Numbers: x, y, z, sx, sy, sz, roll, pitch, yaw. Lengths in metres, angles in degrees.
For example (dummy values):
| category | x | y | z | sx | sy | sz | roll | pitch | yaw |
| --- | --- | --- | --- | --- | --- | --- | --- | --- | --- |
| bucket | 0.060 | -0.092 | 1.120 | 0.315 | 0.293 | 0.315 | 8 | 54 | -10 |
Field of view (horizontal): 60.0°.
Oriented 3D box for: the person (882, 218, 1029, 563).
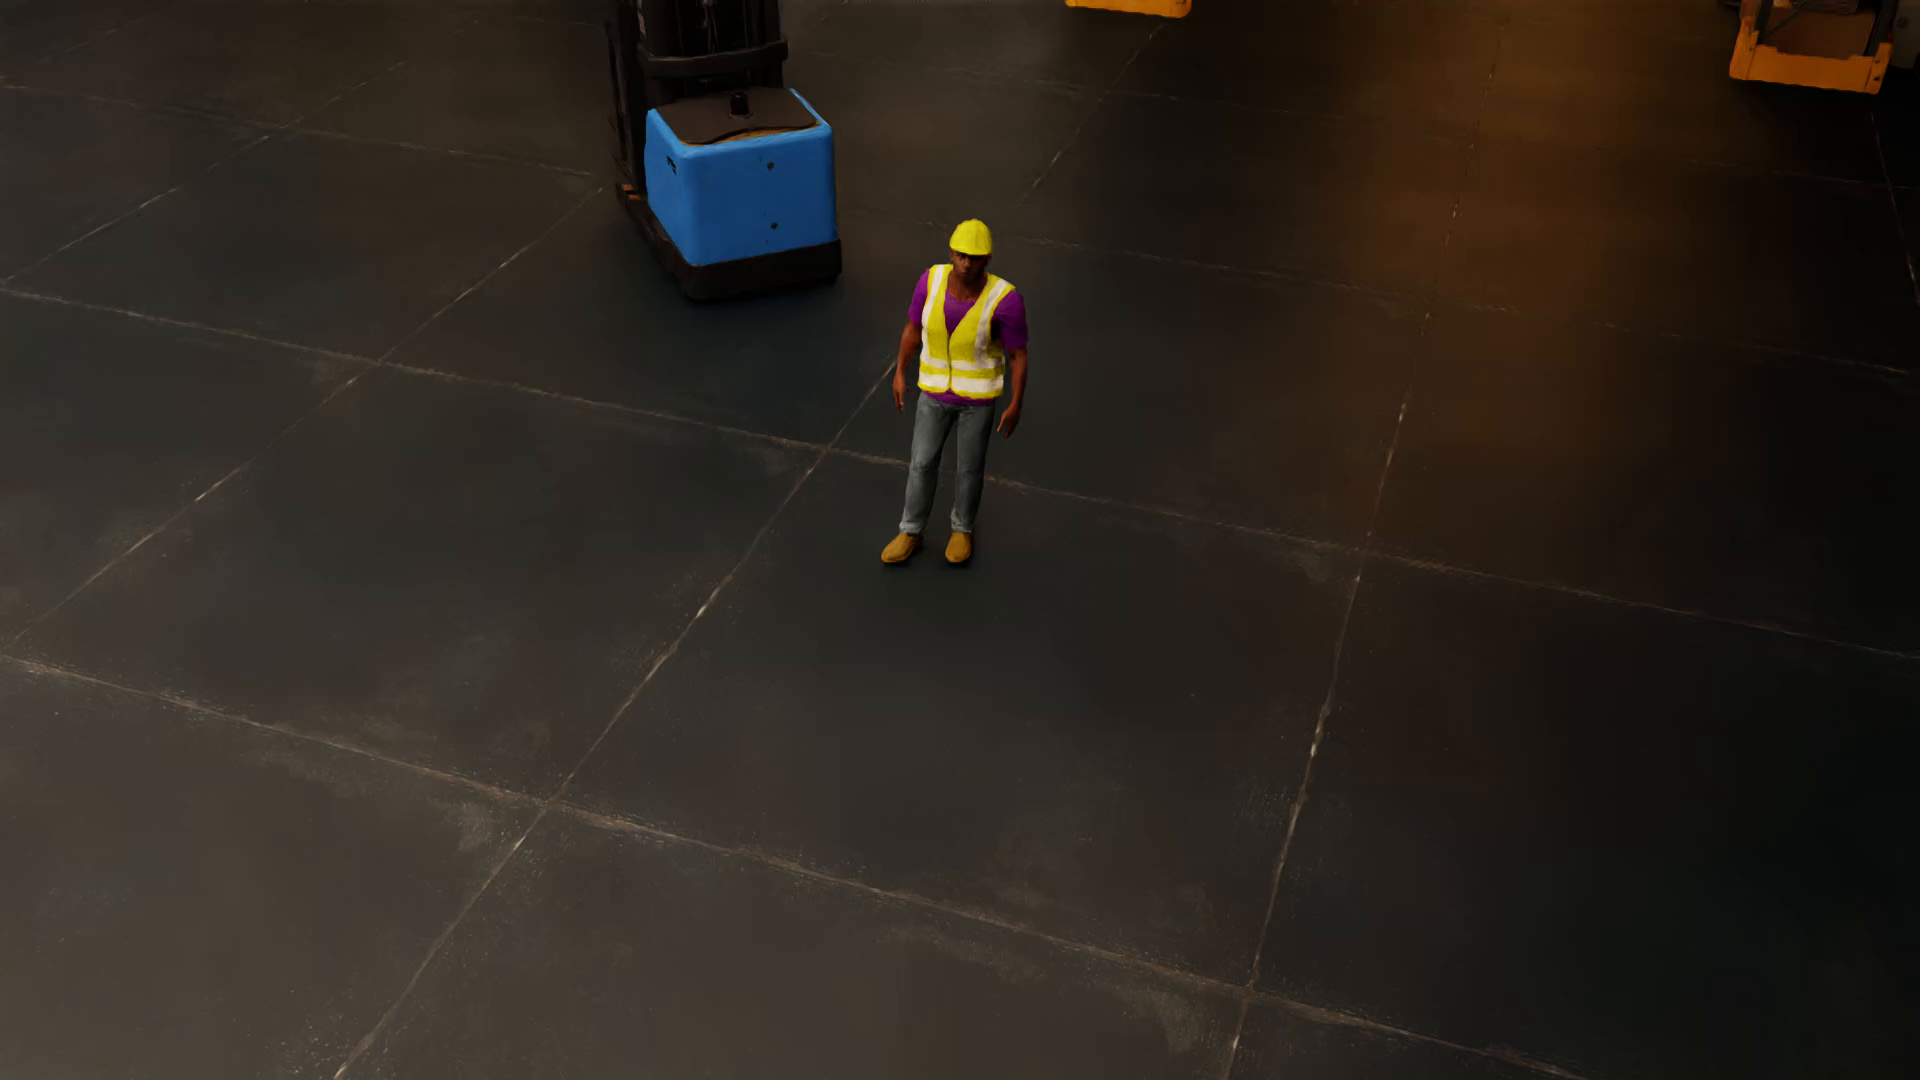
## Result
| category | x | y | z | sx | sy | sz | roll | pitch | yaw |
| --- | --- | --- | --- | --- | --- | --- | --- | --- | --- |
| person | -0.028 | -0.689 | 8.078 | 0.665 | 1.766 | 0.576 | 12 | 37 | 16 |

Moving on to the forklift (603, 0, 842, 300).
| category | x | y | z | sx | sy | sz | roll | pitch | yaw |
| --- | --- | --- | --- | --- | --- | --- | --- | --- | --- |
| forklift | -1.832 | -3.589 | 11.173 | 1.130 | 2.935 | 3.031 | -14 | 38 | -19 |
